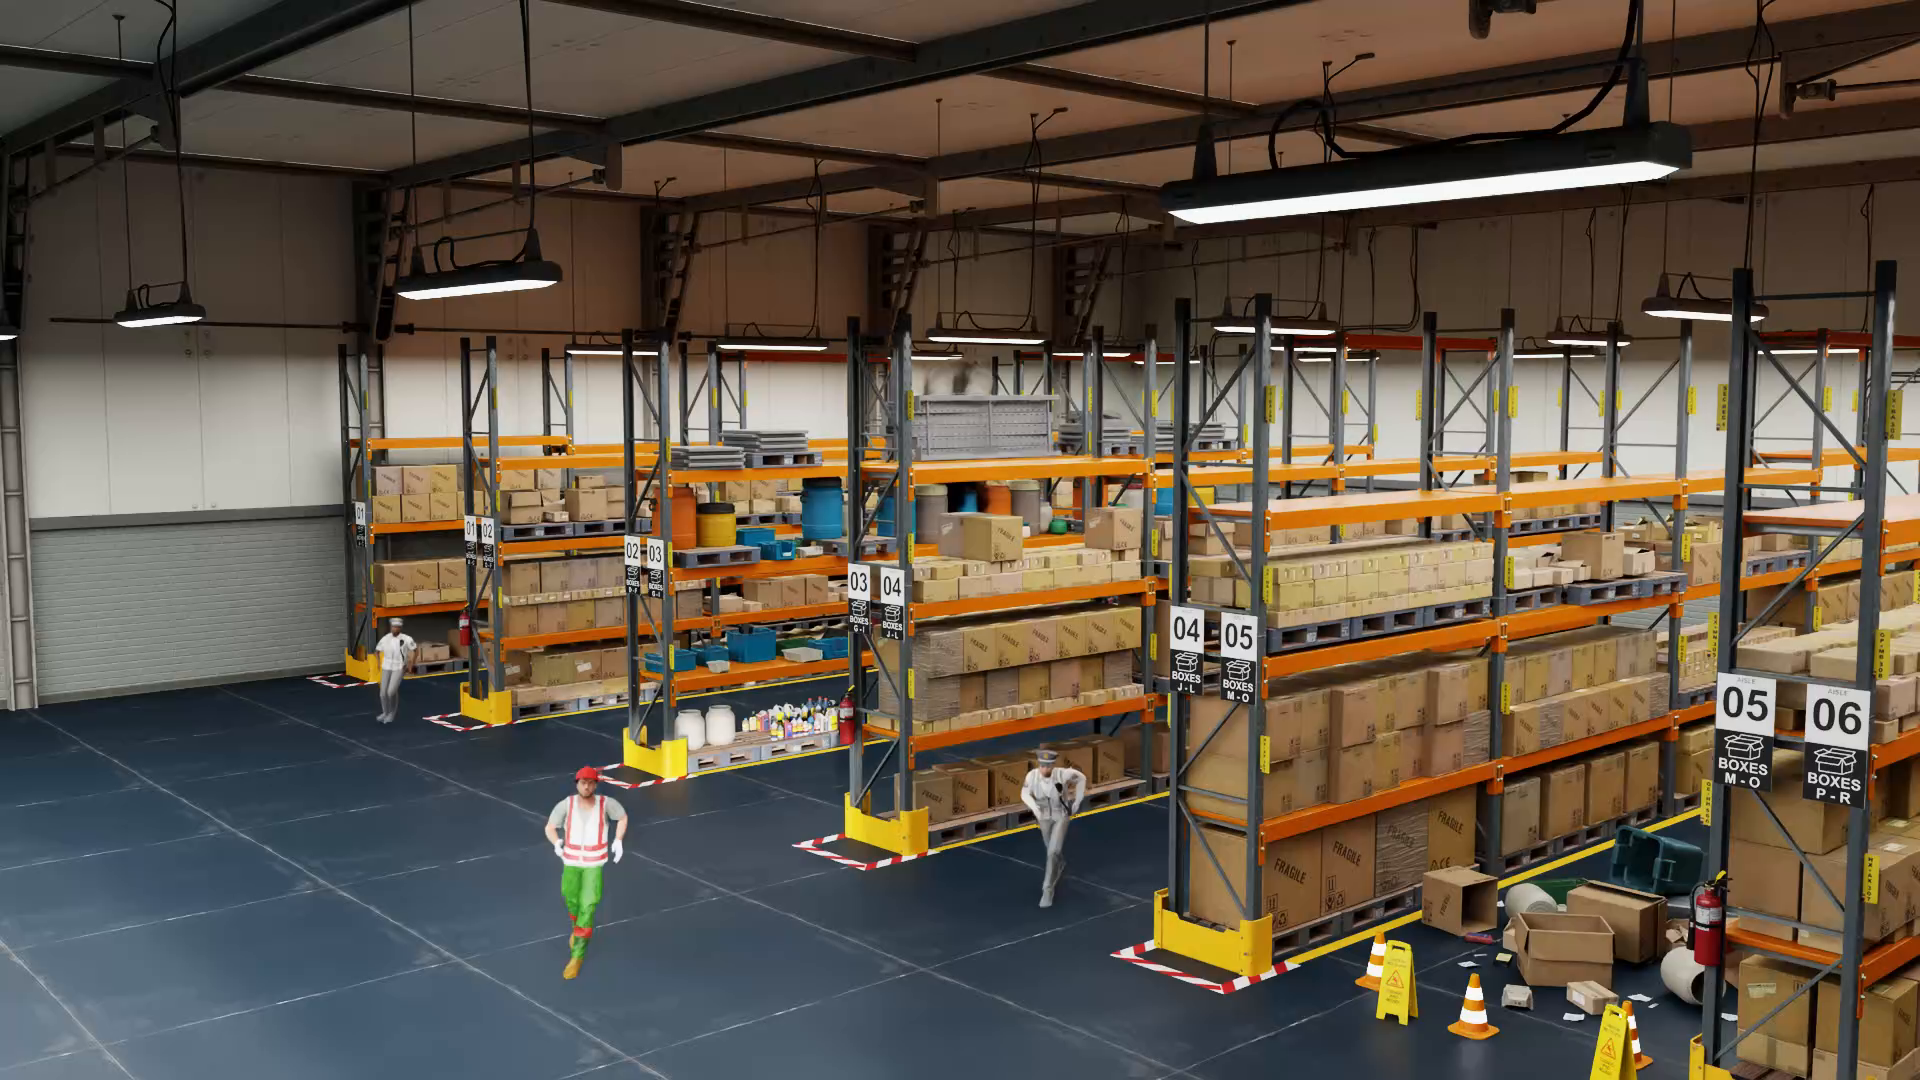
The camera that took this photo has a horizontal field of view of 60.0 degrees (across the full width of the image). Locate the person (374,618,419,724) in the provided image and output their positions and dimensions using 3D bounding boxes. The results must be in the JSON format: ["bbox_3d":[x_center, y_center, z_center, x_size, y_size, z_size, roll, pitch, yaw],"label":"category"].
[{"bbox_3d":[-8.810,2.029,25.904,0.647,1.666,0.616,0,5,1],"label":"person"}]

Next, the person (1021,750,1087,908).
[{"bbox_3d":[0.973,2.885,17.014,0.658,1.614,0.967,1,5,13],"label":"person"}]

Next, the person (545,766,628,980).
[{"bbox_3d":[-3.383,2.926,14.973,0.698,1.800,0.945,0,5,0],"label":"person"}]
